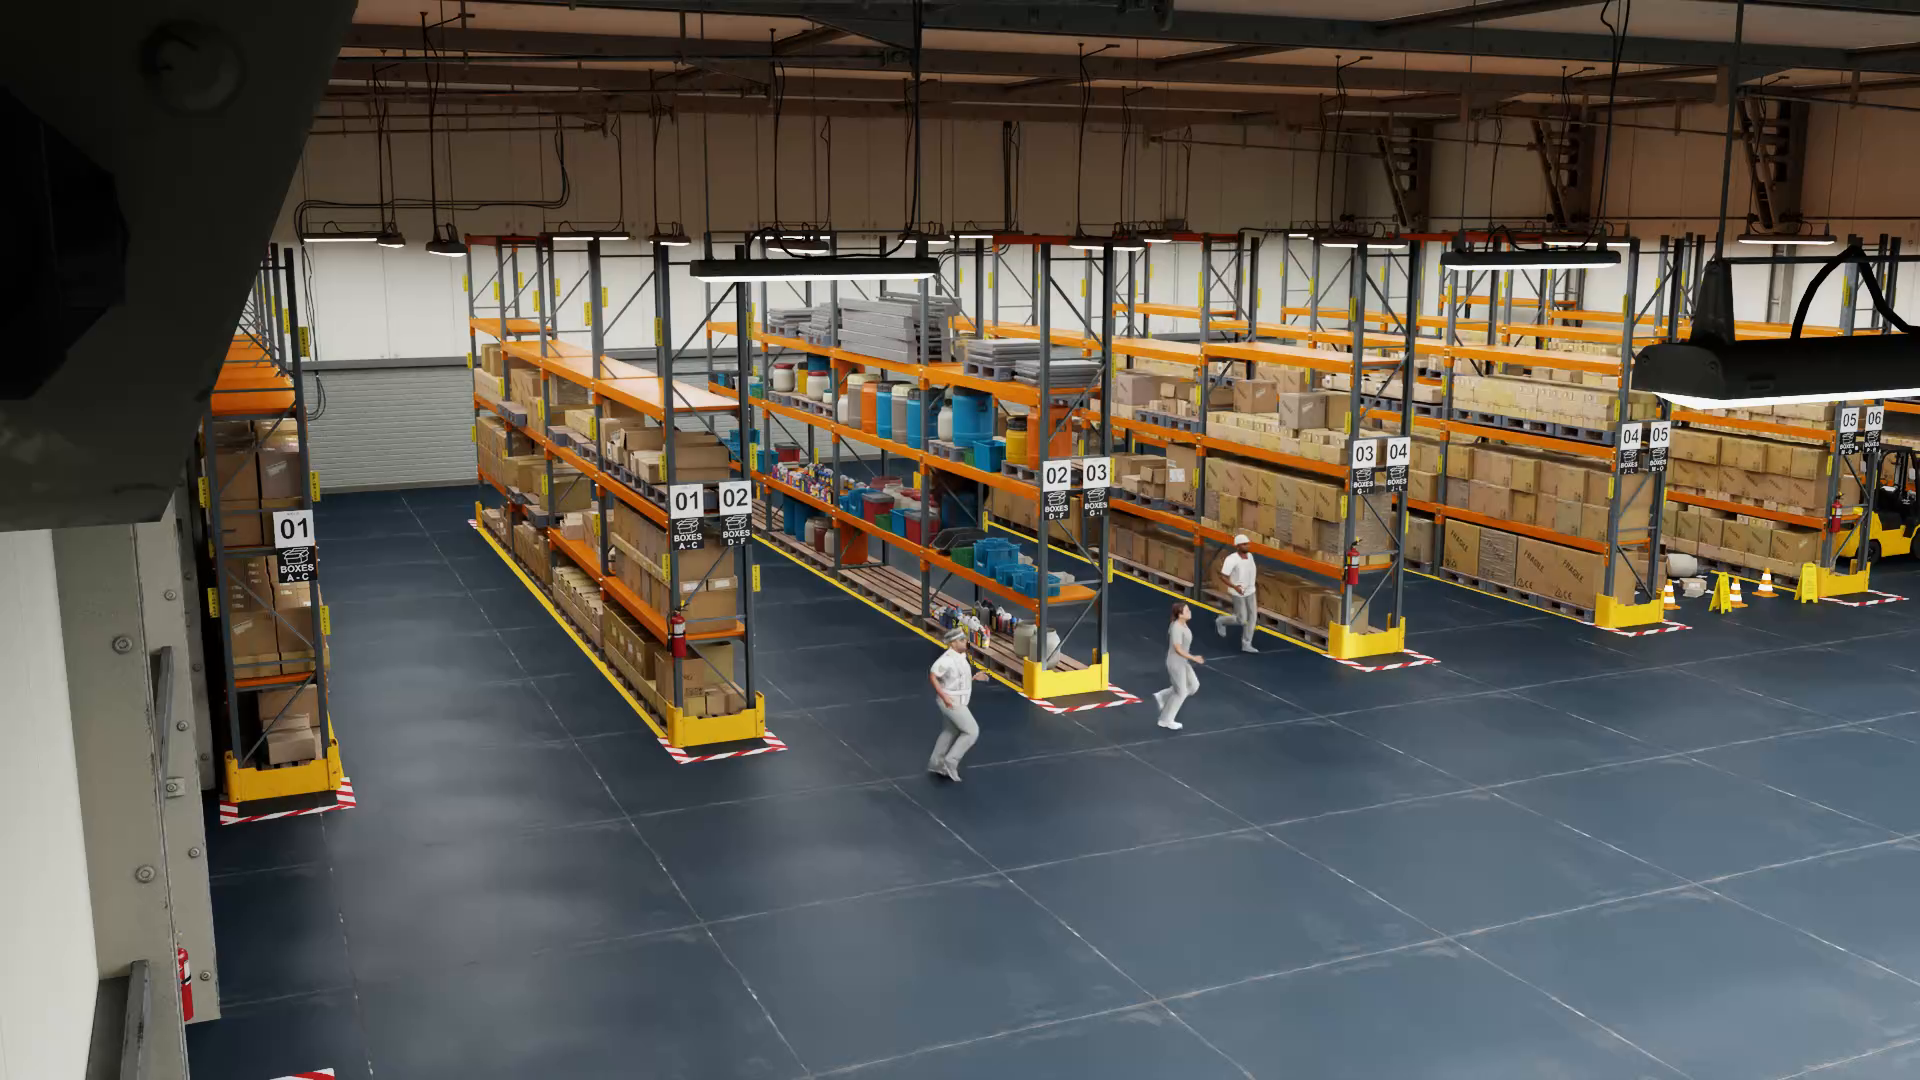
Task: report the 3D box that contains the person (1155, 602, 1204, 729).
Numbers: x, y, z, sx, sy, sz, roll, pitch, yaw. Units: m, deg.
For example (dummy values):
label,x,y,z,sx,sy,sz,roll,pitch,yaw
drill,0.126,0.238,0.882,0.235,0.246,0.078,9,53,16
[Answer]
label,x,y,z,sx,sy,sz,roll,pitch,yaw
person,2.759,1.557,20.862,0.623,1.628,0.598,3,11,13

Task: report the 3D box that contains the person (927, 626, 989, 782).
label,x,y,z,sx,sy,sz,roll,pitch,yaw
person,-0.026,1.864,18.983,0.709,1.807,0.630,1,11,5

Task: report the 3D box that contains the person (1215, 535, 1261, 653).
label,x,y,z,sx,sy,sz,roll,pitch,yaw
person,4.158,0.776,24.602,0.700,1.738,0.801,-8,14,-36

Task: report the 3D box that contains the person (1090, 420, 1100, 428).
label,x,y,z,sx,sy,sz,roll,pitch,yaw
person,3.370,-2.473,41.704,0.775,1.652,0.716,-4,12,-19

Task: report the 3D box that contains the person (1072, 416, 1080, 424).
label,x,y,z,sx,sy,sz,roll,pitch,yaw
person,2.658,-2.078,39.377,0.723,1.730,0.672,-1,11,-5
